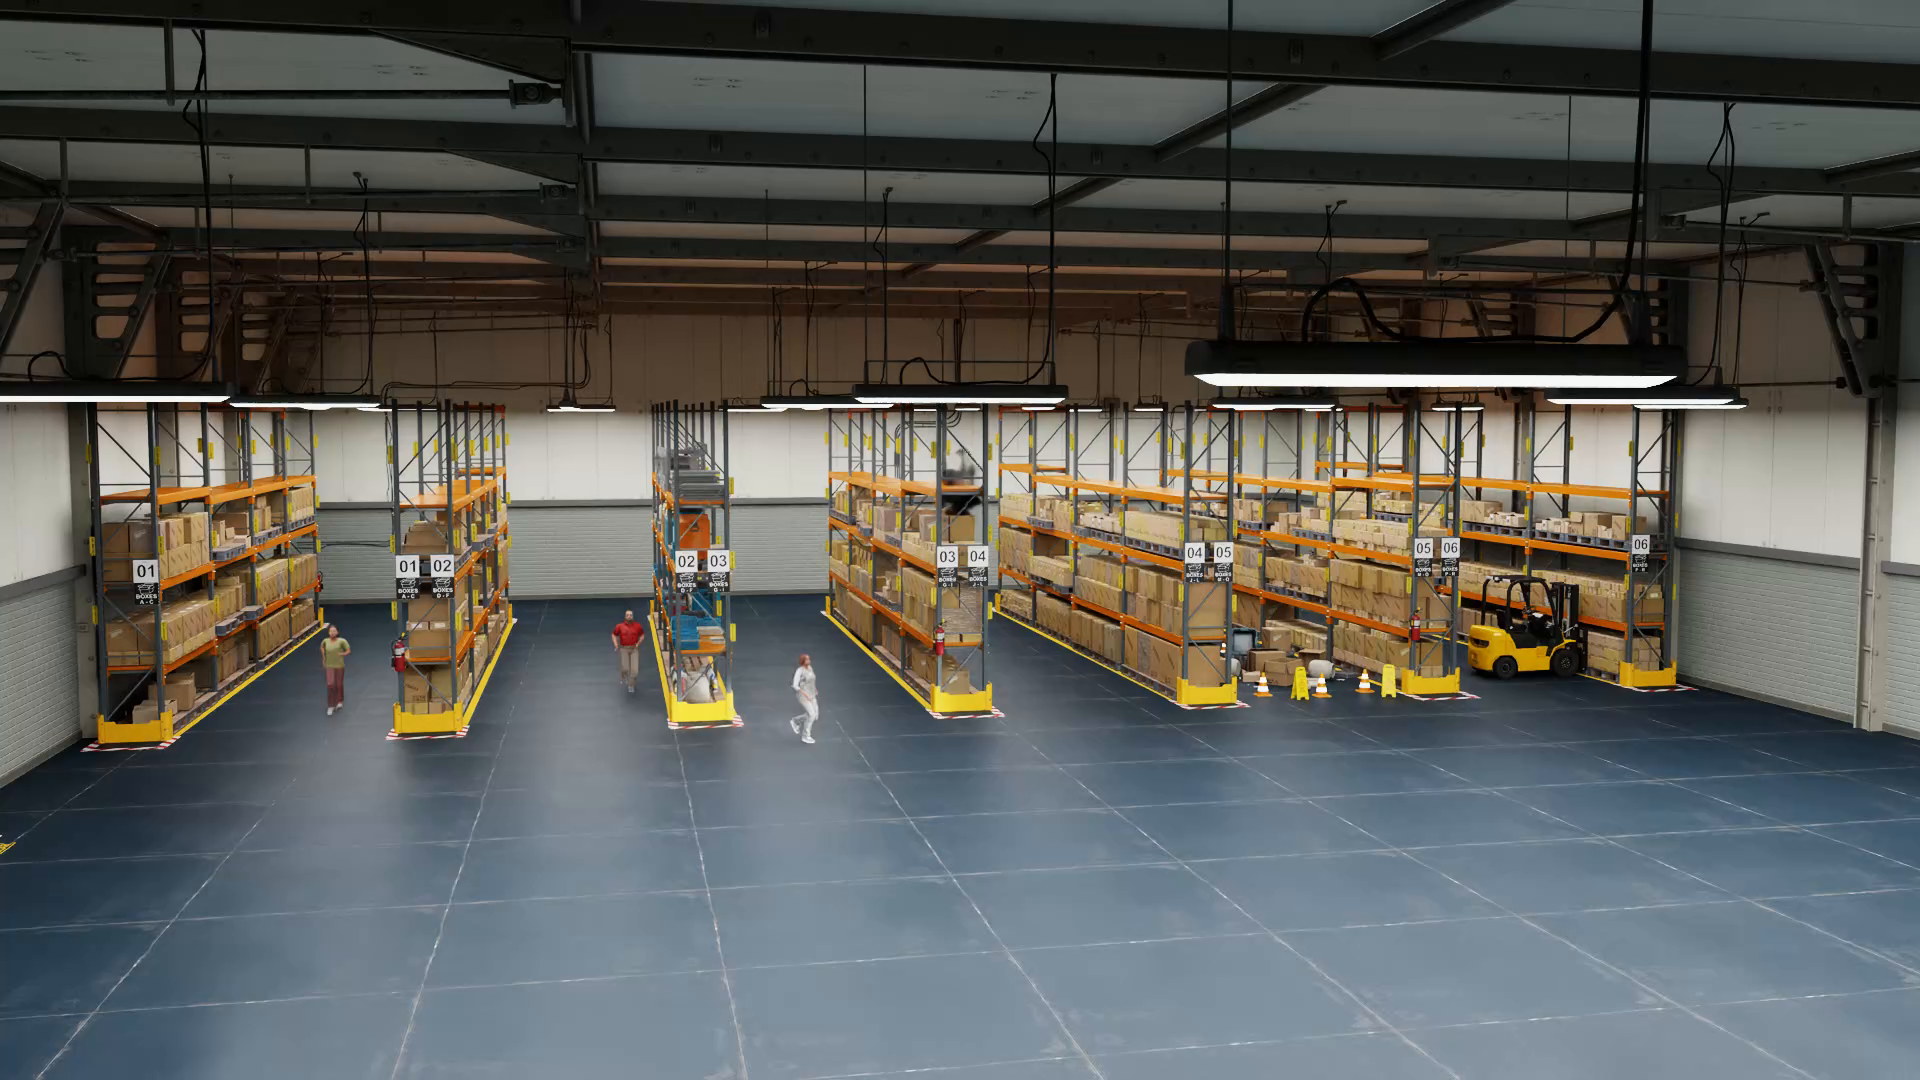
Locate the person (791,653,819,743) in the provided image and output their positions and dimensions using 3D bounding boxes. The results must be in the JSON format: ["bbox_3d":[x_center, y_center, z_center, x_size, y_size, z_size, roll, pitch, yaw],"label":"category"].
[{"bbox_3d":[-2.751,2.763,29.116,0.506,1.561,0.537,2,5,26],"label":"person"}]

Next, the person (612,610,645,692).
[{"bbox_3d":[-6.838,2.299,34.390,0.670,1.684,0.597,-1,4,-17],"label":"person"}]

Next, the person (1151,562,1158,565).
[{"bbox_3d":[5.998,1.013,51.101,0.616,1.701,0.726,0,4,6],"label":"person"}]

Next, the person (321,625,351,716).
[{"bbox_3d":[-11.982,2.472,31.951,0.561,1.709,0.775,-1,4,-16],"label":"person"}]
